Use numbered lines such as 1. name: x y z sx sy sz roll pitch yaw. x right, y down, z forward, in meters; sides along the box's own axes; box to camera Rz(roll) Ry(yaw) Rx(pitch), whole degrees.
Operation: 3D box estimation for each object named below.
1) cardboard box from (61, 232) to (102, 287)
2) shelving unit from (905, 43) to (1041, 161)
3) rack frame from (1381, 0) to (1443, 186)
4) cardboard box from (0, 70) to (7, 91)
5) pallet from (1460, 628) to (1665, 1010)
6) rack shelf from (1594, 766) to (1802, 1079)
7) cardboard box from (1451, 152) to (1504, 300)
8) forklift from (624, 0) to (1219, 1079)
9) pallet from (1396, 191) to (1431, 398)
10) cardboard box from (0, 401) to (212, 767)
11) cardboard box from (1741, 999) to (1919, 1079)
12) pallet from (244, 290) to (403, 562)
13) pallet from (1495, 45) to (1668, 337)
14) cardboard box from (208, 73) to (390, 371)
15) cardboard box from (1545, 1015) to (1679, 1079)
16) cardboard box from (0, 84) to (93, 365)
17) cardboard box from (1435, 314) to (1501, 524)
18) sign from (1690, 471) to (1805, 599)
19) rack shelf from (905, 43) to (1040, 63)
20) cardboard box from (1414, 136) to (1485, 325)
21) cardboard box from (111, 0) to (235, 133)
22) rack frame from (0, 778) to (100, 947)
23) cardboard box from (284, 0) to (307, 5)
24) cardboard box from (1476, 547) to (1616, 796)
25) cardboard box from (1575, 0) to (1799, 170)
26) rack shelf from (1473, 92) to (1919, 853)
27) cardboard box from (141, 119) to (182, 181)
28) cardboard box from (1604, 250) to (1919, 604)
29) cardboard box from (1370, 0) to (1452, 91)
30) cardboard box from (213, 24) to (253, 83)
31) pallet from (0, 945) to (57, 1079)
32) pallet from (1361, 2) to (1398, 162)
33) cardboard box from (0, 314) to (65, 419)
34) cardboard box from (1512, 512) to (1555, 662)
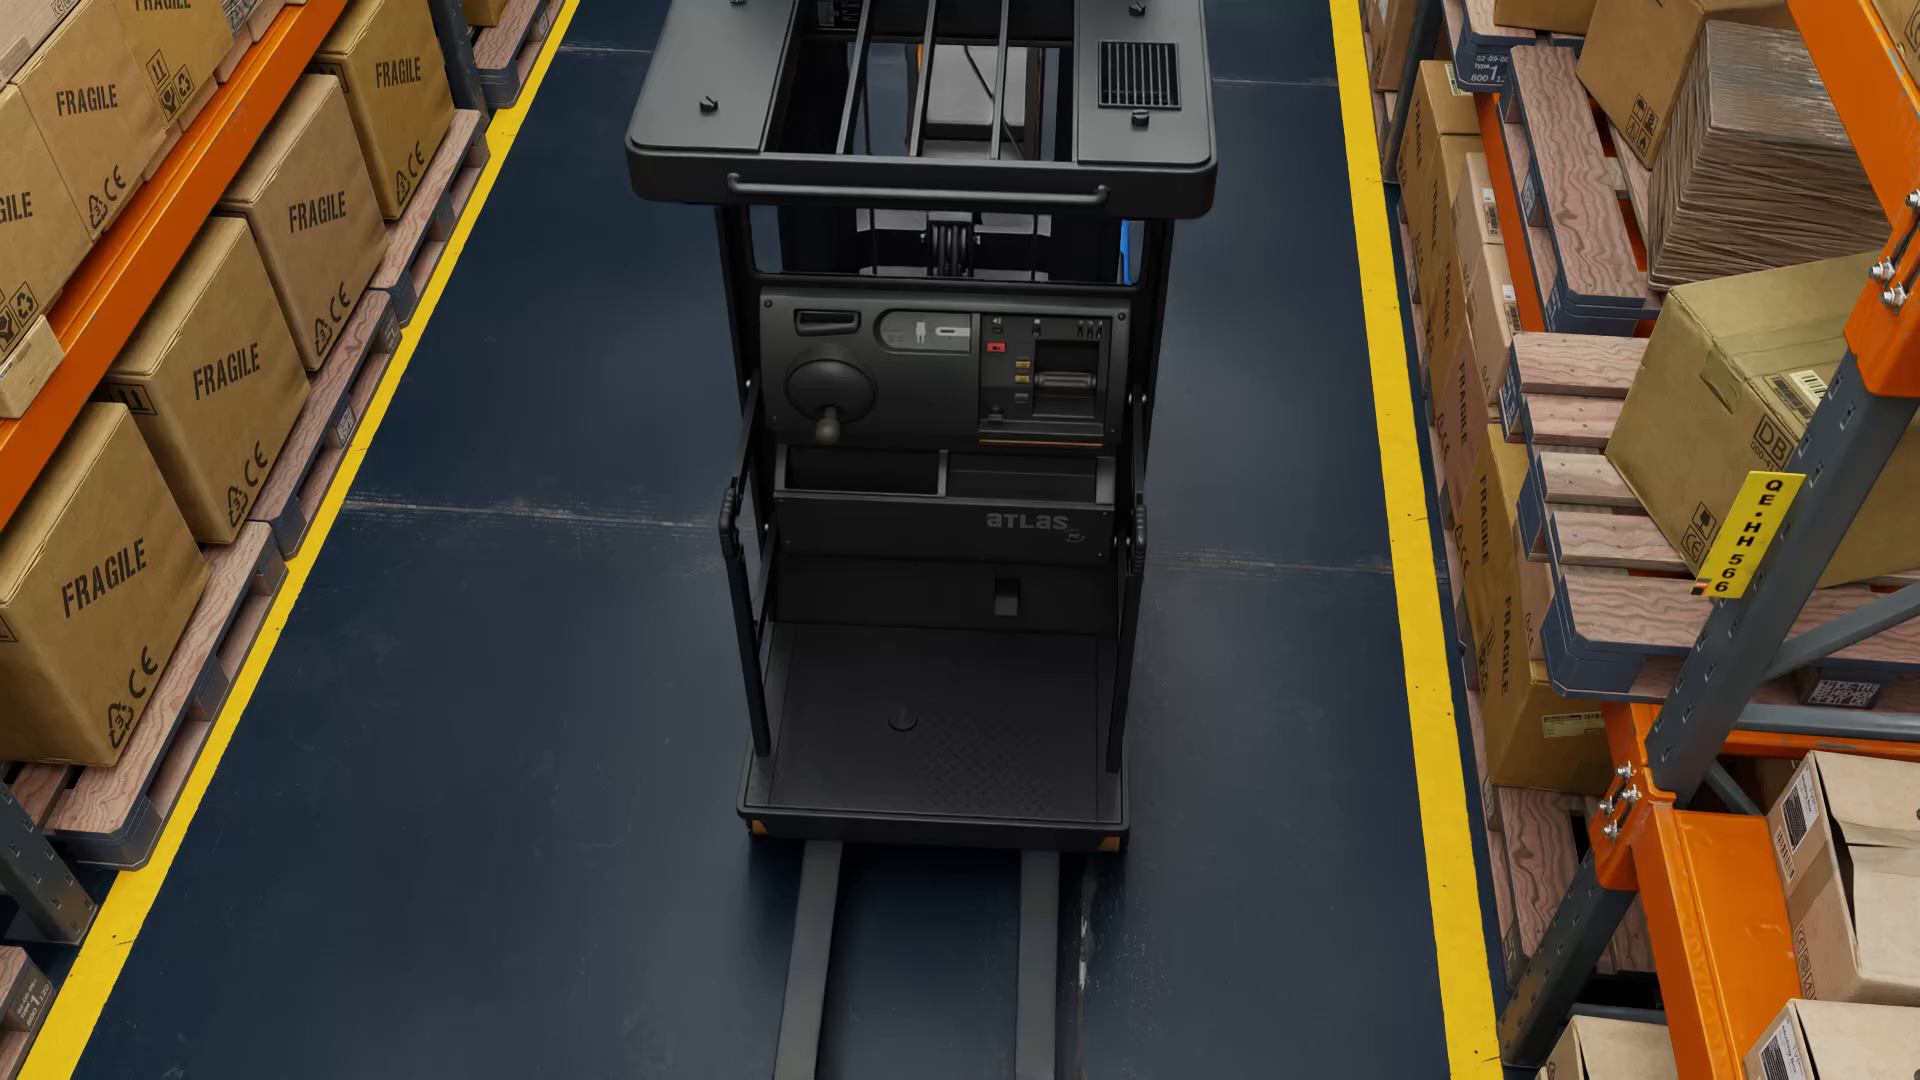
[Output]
1. cardboard box: -2.661 -0.849 4.650 0.380 0.149 0.250 5 48 4
2. shelving unit: 0.051 -1.354 5.566 0.431 2.100 0.503 2 48 2
3. rack frame: 2.321 -2.551 6.050 1.000 3.000 0.127 4 48 4
4. cardboard box: -2.630 -1.047 3.884 0.500 0.250 0.500 3 48 3
5. pallet: 2.062 0.784 4.890 1.003 0.211 1.213 4 48 4
6. rack shelf: 1.774 2.101 2.283 1.077 0.370 4.000 4 48 4
7. cardboard box: 1.943 -1.035 5.551 0.500 0.250 0.500 4 48 4
8. forklift: -0.050 -0.328 4.064 1.130 2.935 3.031 2 48 2
9. pallet: 2.285 -1.009 6.530 1.003 0.211 1.213 4 48 4
10. cardboard box: -2.779 0.111 4.788 0.750 0.750 0.750 3 48 3
11. cardboard box: 1.682 1.063 2.805 0.500 0.311 0.500 3 48 3
12. pallet: -2.716 -0.469 6.036 1.003 0.211 1.213 4 48 4
13. pallet: 2.129 -0.976 4.740 1.003 0.211 1.213 4 48 4
14. cardboard box: -2.620 -1.157 5.948 0.750 0.750 0.750 5 48 5
15. cardboard box: 1.617 1.351 3.680 0.500 0.311 0.500 5 48 5
16. cardboard box: -2.621 -0.806 4.172 0.500 0.500 0.500 5 48 5
17. cardboard box: 1.897 -0.385 5.466 0.500 0.500 0.500 2 48 2
18. sign: 1.415 -0.005 2.991 0.100 0.325 0.005 4 48 4
19. rack shelf: 0.051 -1.818 5.059 0.431 0.518 0.480 2 48 2
20. cardboard box: 1.997 -1.124 6.141 0.500 0.500 0.500 4 48 4
21. cardboard box: -2.535 -1.554 4.856 0.500 0.500 0.500 5 48 5
22. rack frame: -2.977 0.058 3.664 1.000 3.000 0.127 4 48 4
23. cardboard box: -2.395 -1.963 5.669 0.380 0.149 0.250 4 48 4
24. cardboard box: 1.808 0.381 4.765 0.500 0.500 0.500 6 48 5
25. cardboard box: 2.222 -1.424 4.667 0.700 0.500 0.500 -7 48 -6
26. rack shelf: 2.139 -0.838 4.971 1.077 0.370 4.000 4 48 4
27. cardboard box: -2.587 -1.218 4.988 0.380 0.149 0.250 4 48 4
28. cardboard box: 1.902 -0.257 3.600 0.700 0.500 0.500 -11 48 -10
29. cardboard box: 2.091 -2.293 7.210 0.500 0.500 0.500 4 48 4
30. cardboard box: -2.520 -1.605 5.342 0.380 0.149 0.250 3 48 2
31. pallet: -3.049 1.574 4.168 1.003 0.211 1.213 4 48 4
32. pallet: 2.385 -2.114 7.541 1.003 0.211 1.213 4 48 4
33. cardboard box: -2.576 -0.464 4.298 0.380 0.149 0.250 5 48 5
34. cardboard box: 1.809 0.086 4.526 0.500 0.250 0.500 6 48 5
